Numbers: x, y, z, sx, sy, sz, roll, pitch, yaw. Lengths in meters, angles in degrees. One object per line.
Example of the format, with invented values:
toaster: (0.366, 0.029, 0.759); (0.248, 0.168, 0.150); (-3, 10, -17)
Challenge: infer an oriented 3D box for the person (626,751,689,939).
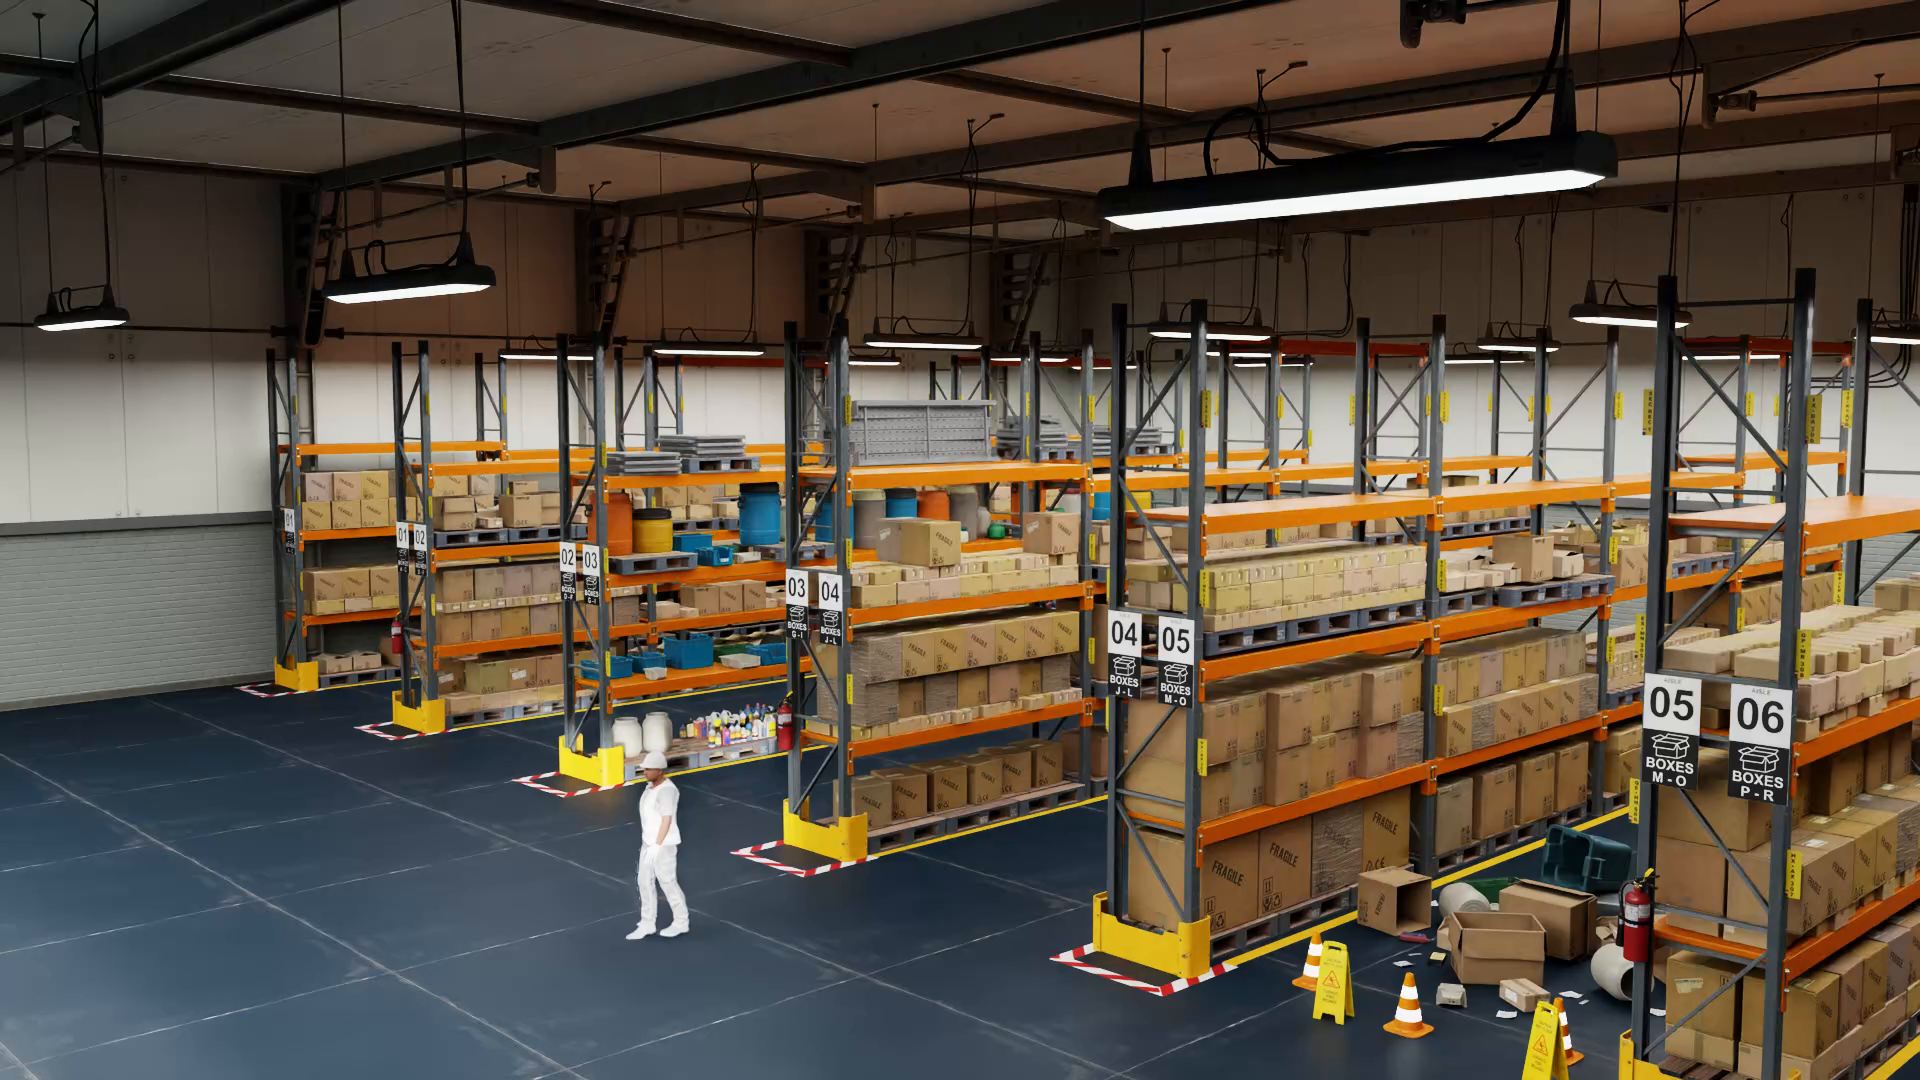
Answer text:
person: (-2.904, 2.918, 15.872); (0.585, 1.822, 0.628); (-2, 6, -26)

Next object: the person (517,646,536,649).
person: (-7.529, 1.756, 29.317); (0.622, 1.763, 0.703); (3, 6, 32)
